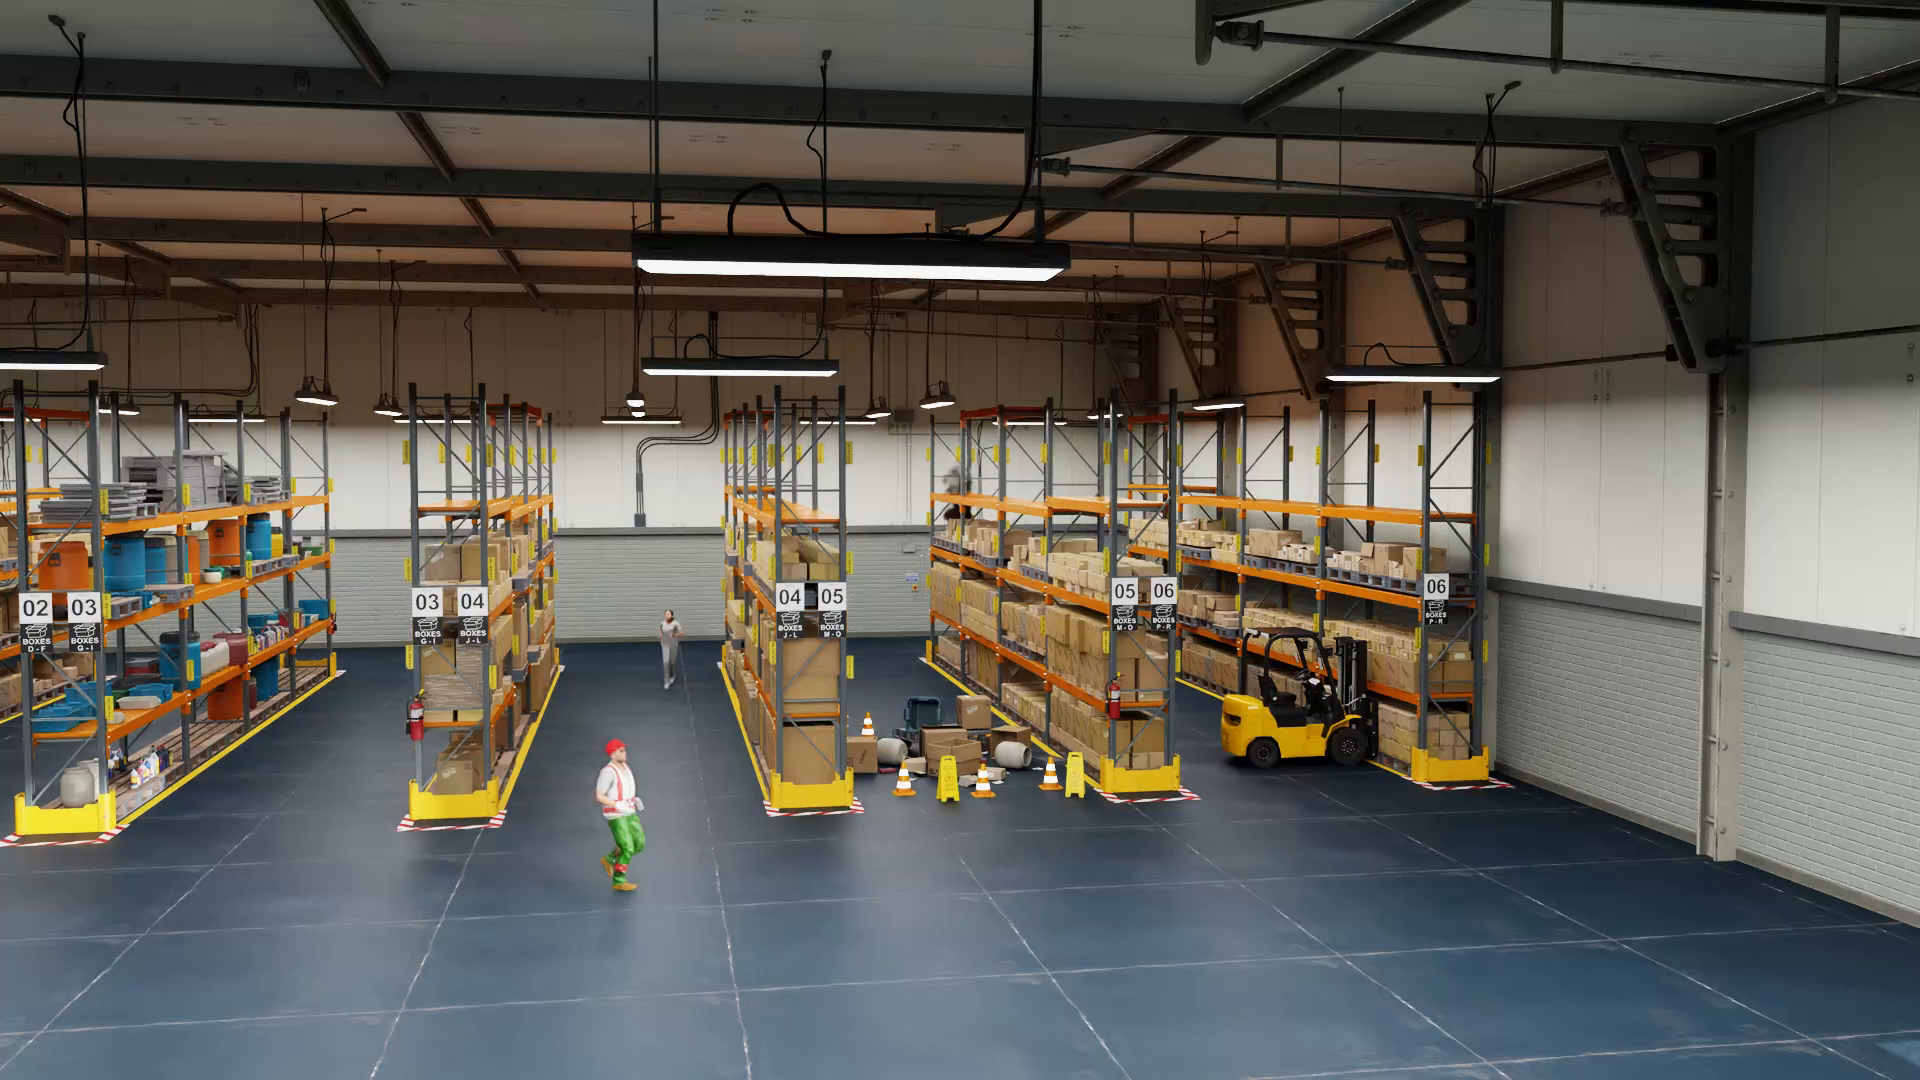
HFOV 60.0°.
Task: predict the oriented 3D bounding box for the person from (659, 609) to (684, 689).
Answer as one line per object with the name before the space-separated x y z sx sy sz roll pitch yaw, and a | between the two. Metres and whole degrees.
person | -6.260 2.338 36.042 0.552 1.693 0.894 0 3 -2

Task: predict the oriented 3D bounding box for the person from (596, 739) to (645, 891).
person | -3.919 3.160 19.133 0.615 1.738 0.639 1 3 21
